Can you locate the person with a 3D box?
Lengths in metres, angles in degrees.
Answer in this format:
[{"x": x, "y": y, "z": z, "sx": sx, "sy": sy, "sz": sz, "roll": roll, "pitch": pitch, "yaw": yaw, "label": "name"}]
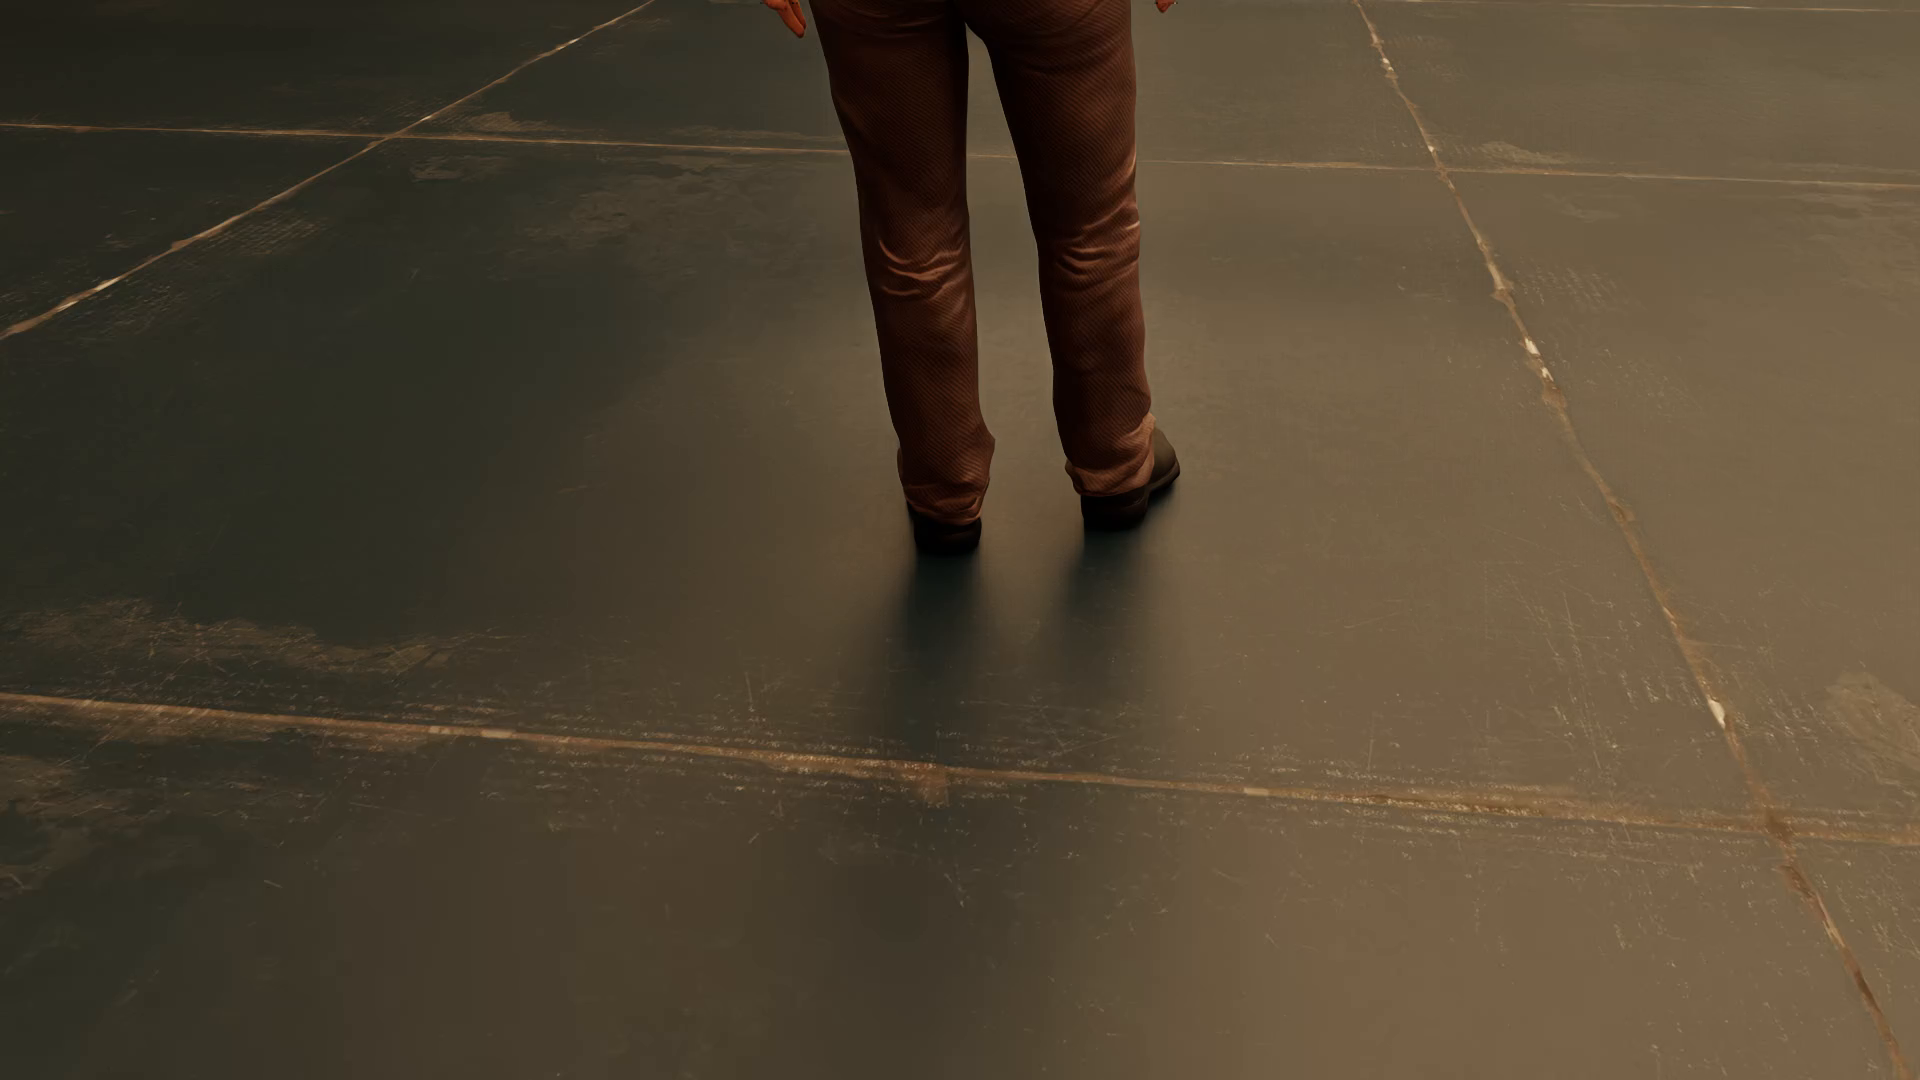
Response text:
[{"x": 0.016, "y": -0.804, "z": 2.168, "sx": 0.633, "sy": 1.722, "sz": 0.566, "roll": 3, "pitch": 27, "yaw": 7, "label": "person"}]
